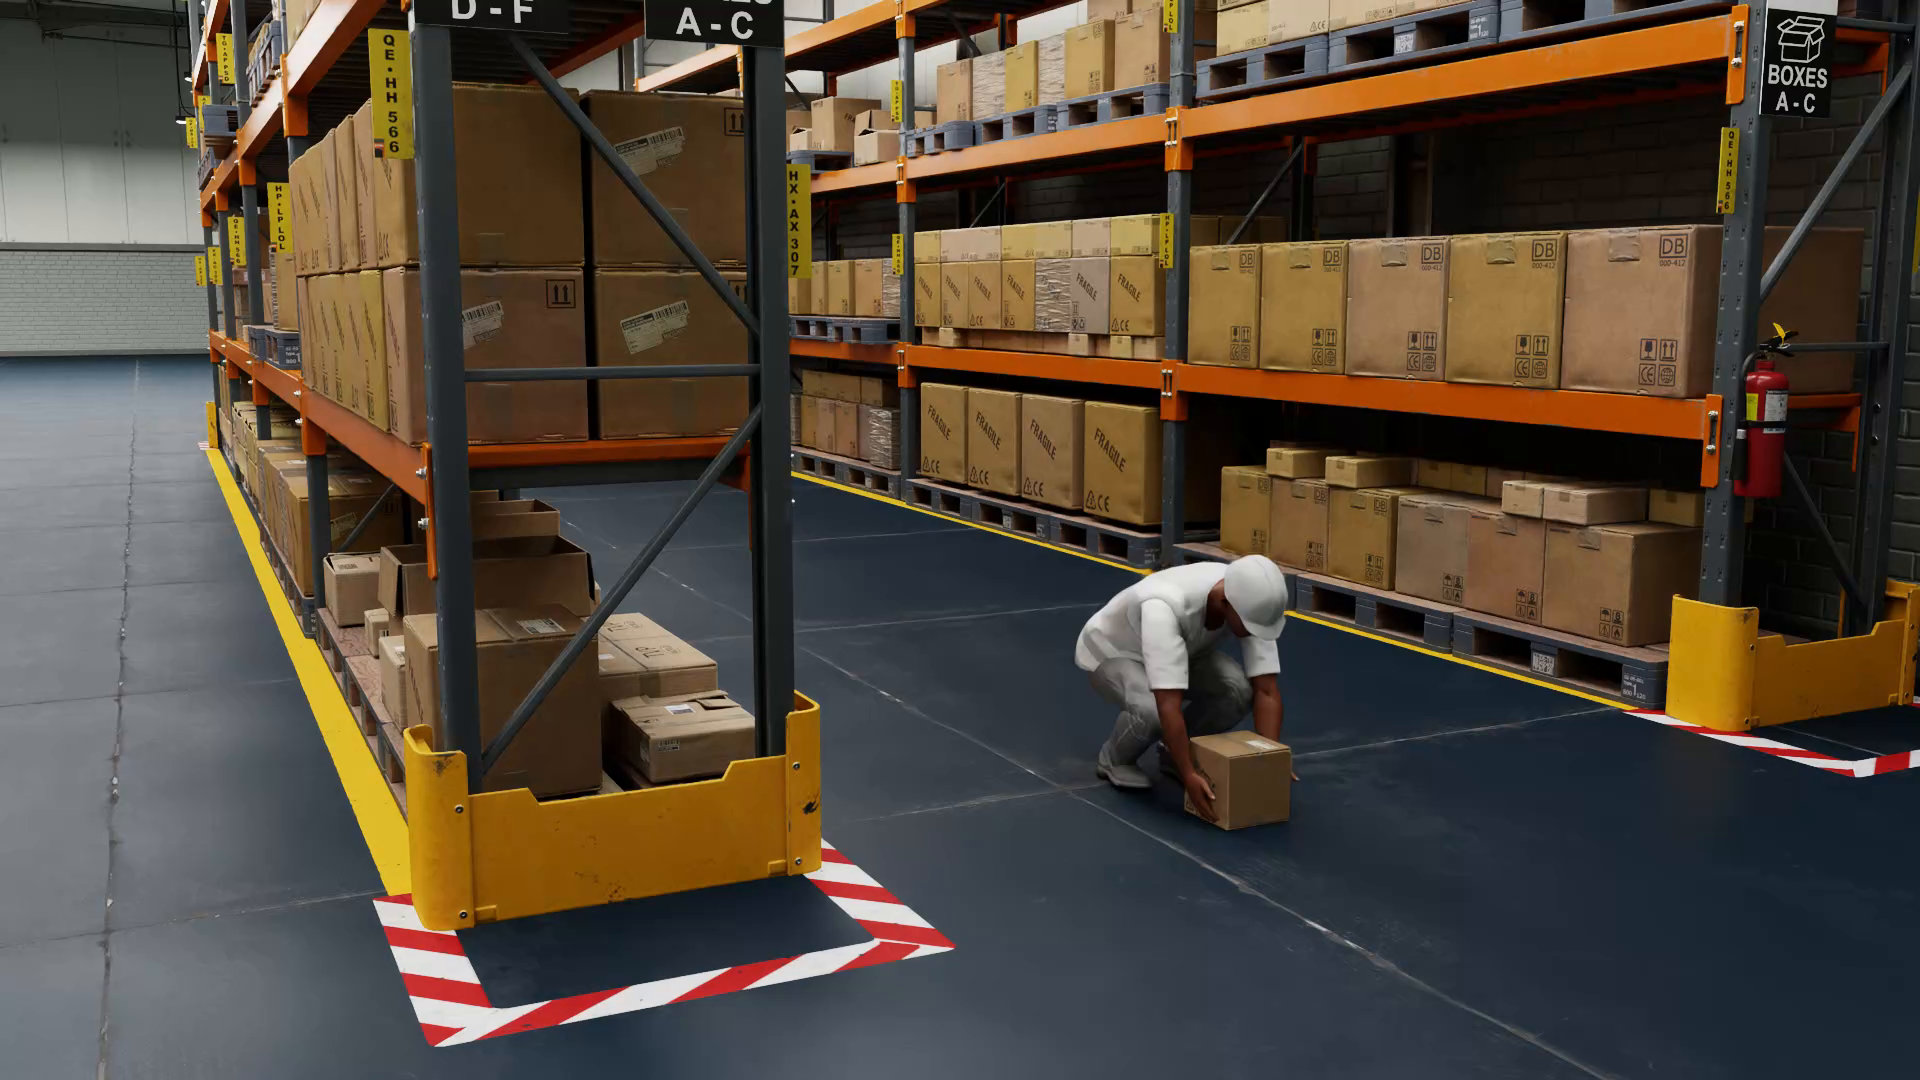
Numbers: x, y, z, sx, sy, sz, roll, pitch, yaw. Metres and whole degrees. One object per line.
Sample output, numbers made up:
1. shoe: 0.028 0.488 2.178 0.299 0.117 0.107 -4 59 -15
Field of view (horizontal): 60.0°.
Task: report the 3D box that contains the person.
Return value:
1. person: 0.800 0.445 5.812 0.562 0.887 0.897 -4 9 -26
